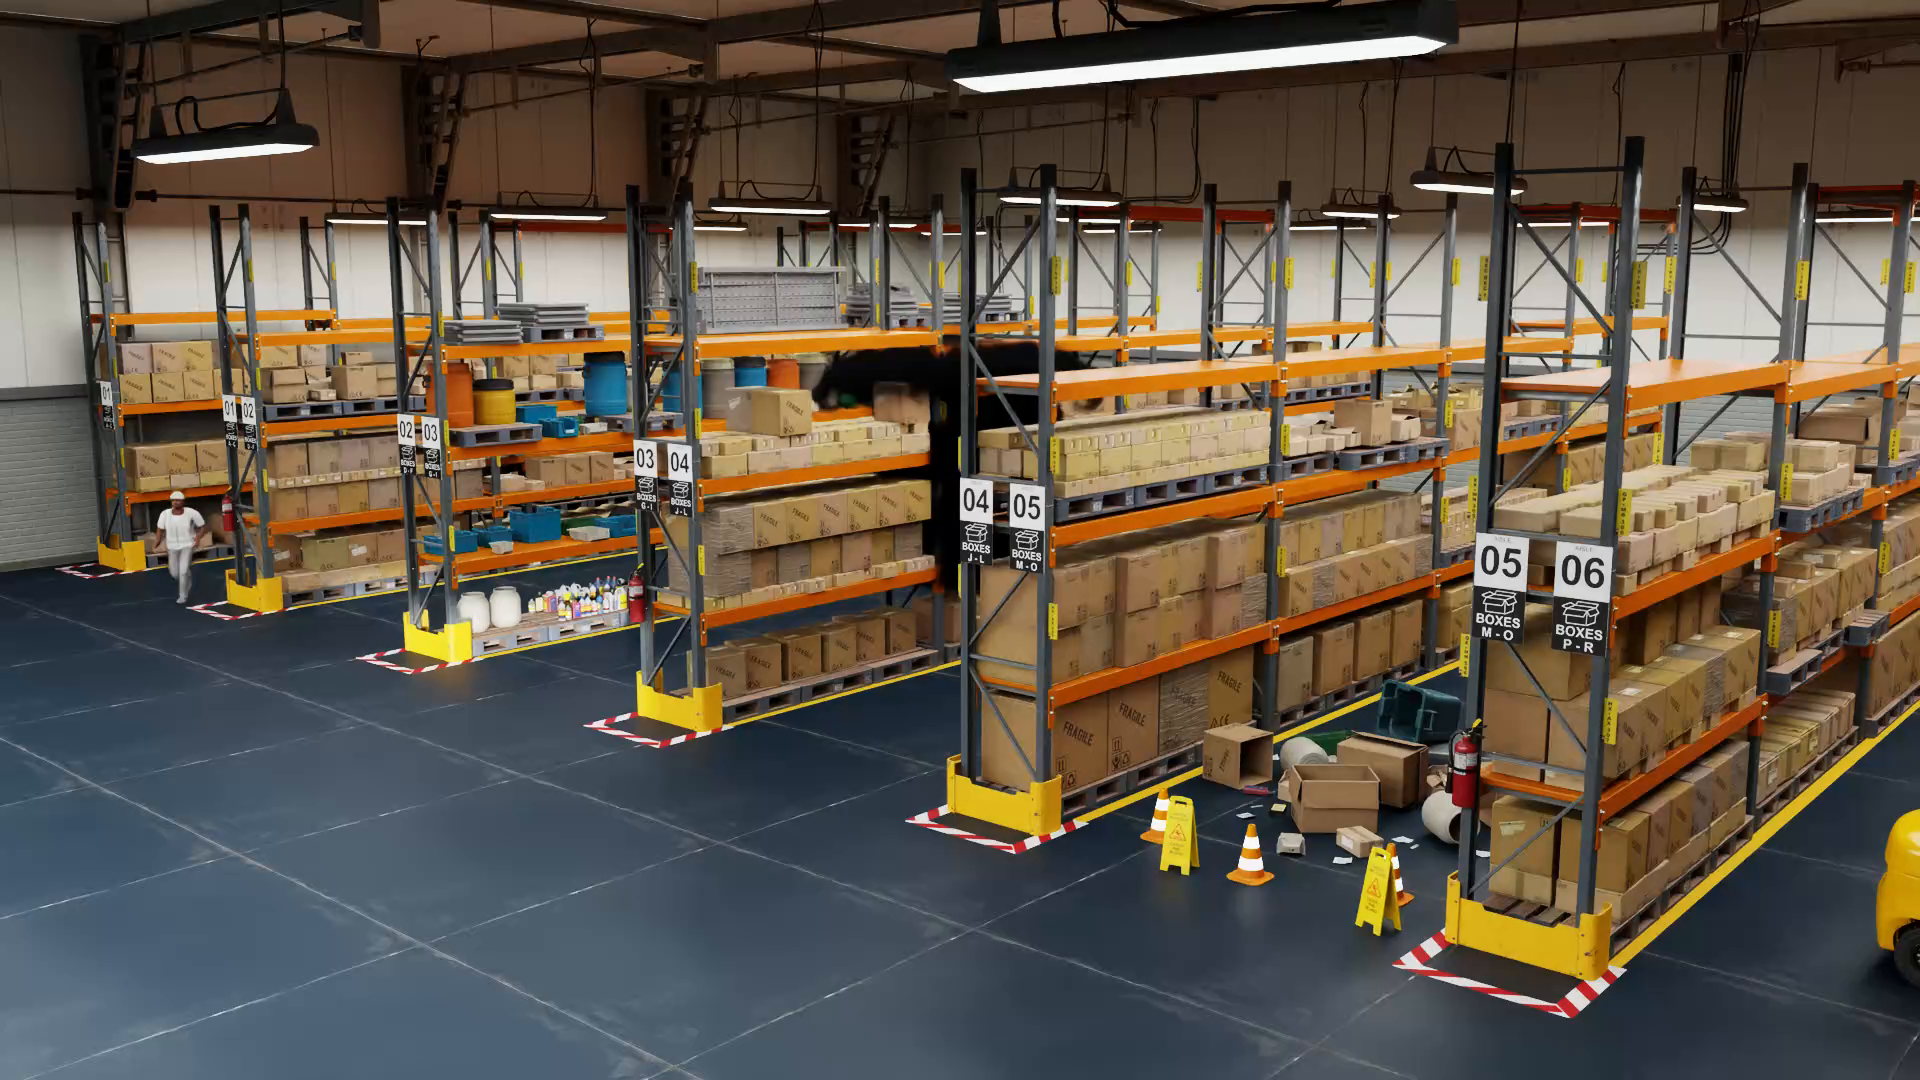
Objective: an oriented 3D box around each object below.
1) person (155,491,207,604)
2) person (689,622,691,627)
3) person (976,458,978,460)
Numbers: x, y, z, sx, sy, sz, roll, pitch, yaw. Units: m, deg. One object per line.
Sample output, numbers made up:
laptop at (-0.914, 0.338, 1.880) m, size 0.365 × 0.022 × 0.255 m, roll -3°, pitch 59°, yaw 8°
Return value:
person at (-11.951, 0.095, 25.561) m, size 0.706 × 1.724 × 0.721 m, roll -1°, pitch 10°, yaw -7°
person at (-3.495, 0.300, 23.129) m, size 0.588 × 1.597 × 0.998 m, roll 2°, pitch 10°, yaw 13°
person at (0.485, -1.242, 34.165) m, size 0.725 × 1.482 × 1.054 m, roll 6°, pitch 11°, yaw 31°
